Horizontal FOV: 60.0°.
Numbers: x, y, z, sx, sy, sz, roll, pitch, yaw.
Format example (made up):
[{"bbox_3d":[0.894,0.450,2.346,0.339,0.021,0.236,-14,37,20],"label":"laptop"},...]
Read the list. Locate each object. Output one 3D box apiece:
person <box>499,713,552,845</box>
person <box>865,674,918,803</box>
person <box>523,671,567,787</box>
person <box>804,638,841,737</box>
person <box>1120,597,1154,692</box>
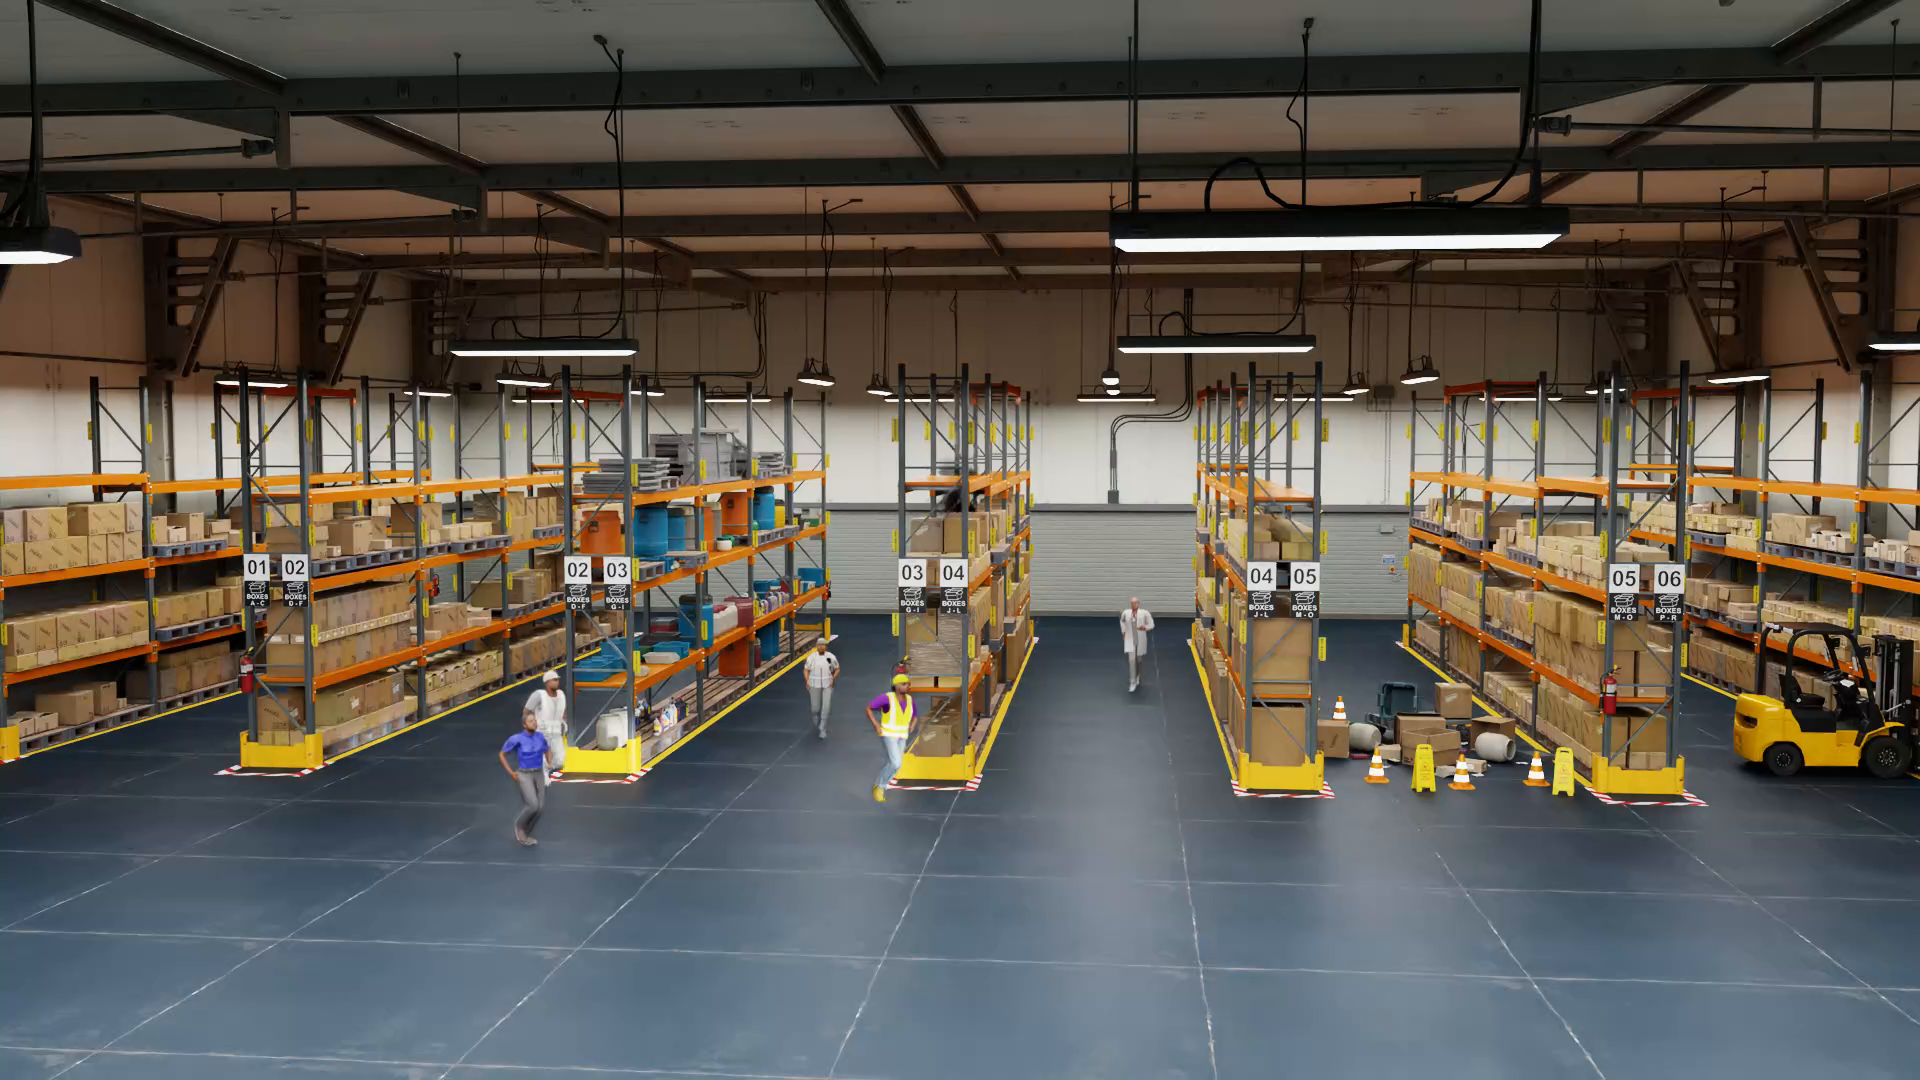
[{"bbox_3d":[-5.174,2.894,20.095,0.528,1.612,0.642,3,5,41],"label":"person"},{"bbox_3d":[-0.875,2.685,22.617,0.697,1.727,0.613,-3,5,-42],"label":"person"},{"bbox_3d":[-5.727,2.671,23.138,0.697,1.705,0.576,-3,5,-43],"label":"person"},{"bbox_3d":[-2.291,2.440,27.628,0.614,1.617,0.575,0,4,-4],"label":"person"},{"bbox_3d":[3.465,2.020,32.590,0.686,1.804,0.987,1,4,8],"label":"person"}]
